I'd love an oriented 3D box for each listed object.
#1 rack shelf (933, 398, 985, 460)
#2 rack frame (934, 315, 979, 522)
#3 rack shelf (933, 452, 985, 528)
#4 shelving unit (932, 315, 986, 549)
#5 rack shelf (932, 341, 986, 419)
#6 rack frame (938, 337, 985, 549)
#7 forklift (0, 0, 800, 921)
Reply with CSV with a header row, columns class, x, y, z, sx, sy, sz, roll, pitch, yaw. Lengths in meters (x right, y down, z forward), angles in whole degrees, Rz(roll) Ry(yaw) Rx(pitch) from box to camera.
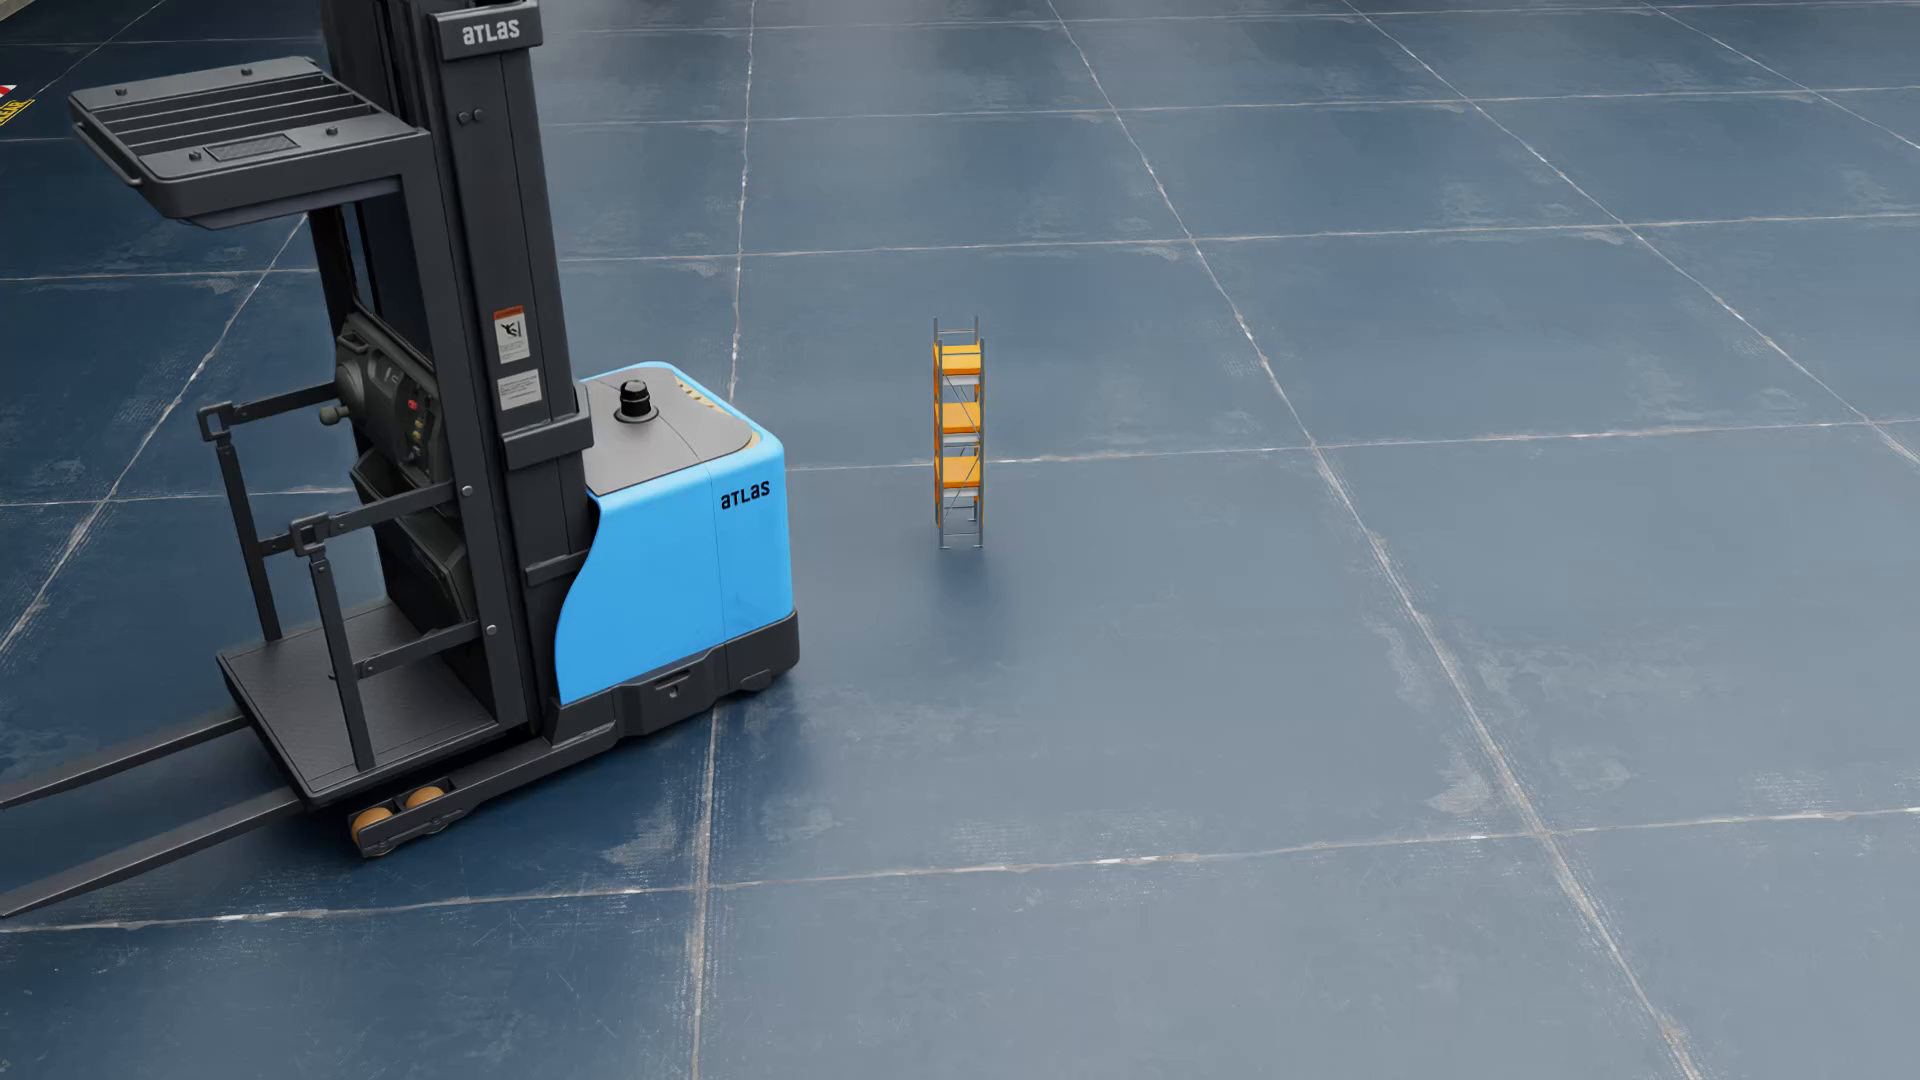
class,x,y,z,sx,sy,sz,roll,pitch,yaw
rack shelf,-0.005,-0.469,7.532,0.215,0.259,0.240,-3,31,-5
rack frame,-0.016,-0.540,7.631,0.200,1.050,0.008,-3,31,-5
rack shelf,-0.005,-0.230,7.674,0.215,0.259,0.240,-3,31,-5
shelving unit,-0.005,-0.478,7.527,0.215,1.050,0.252,-3,31,-5
rack shelf,-0.005,-0.713,7.386,0.215,0.259,0.240,-3,31,-5
rack frame,0.006,-0.416,7.422,0.200,1.050,0.008,-3,31,-5
forklift,-2.136,-0.449,5.644,3.031,2.935,1.130,-21,37,-31
